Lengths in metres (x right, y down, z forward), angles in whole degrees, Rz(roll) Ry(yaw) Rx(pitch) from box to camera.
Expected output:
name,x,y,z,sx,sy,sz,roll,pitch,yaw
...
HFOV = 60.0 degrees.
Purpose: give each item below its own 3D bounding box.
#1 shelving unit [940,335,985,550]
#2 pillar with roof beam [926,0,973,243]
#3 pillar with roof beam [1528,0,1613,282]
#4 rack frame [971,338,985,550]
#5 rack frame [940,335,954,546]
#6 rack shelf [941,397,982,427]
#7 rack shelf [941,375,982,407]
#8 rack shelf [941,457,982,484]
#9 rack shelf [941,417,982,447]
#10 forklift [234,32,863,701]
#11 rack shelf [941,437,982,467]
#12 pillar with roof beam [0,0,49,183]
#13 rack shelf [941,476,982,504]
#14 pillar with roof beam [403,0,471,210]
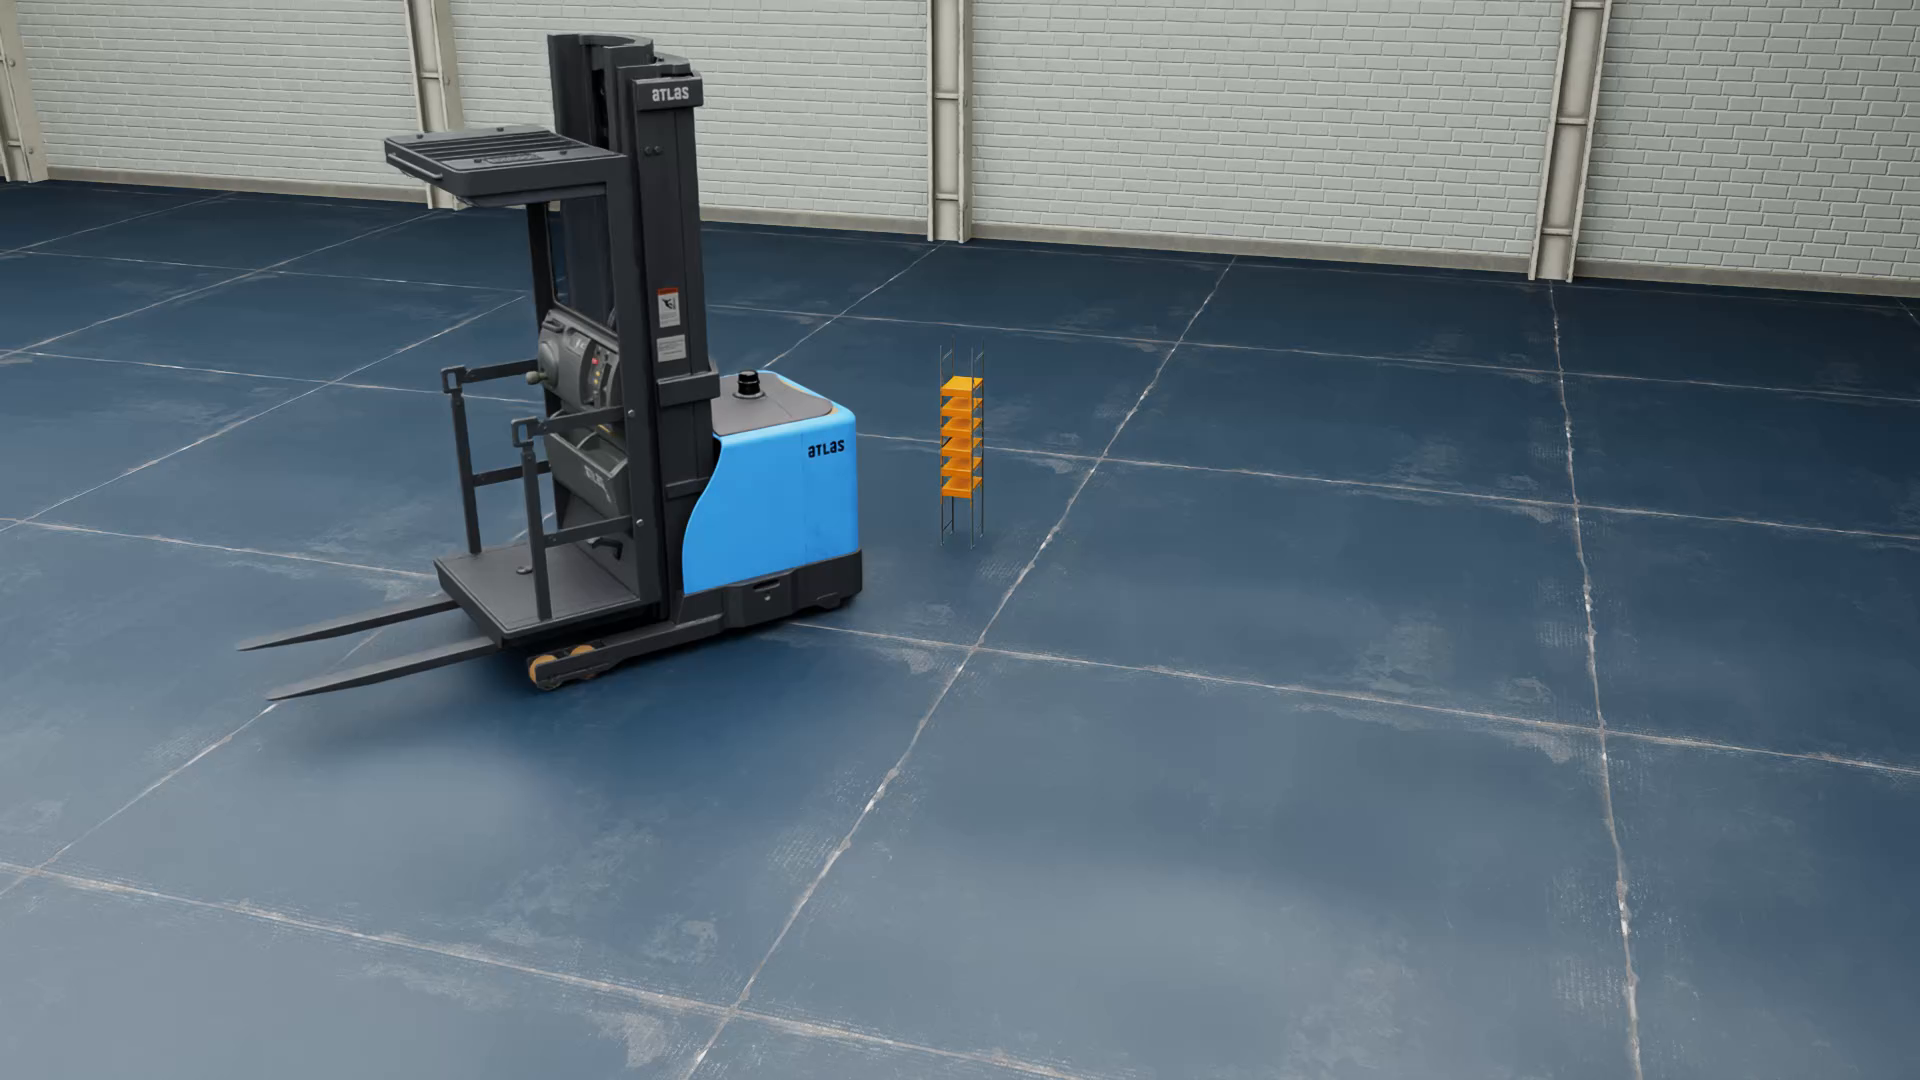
name,x,y,z,sx,sy,sz,roll,pitch,yaw
shelving unit,0.014,-0.554,9.538,0.189,1.200,0.258,7,23,16
pillar with roof beam,-1.350,-5.767,11.972,0.400,9.000,9.100,7,23,16
pillar with roof beam,4.394,-5.109,10.369,0.400,9.000,9.100,7,23,16
rack frame,0.101,-0.544,9.514,0.006,1.200,0.240,7,23,16
rack frame,-0.074,-0.564,9.563,0.006,1.200,0.240,7,23,16
rack shelf,0.014,-0.734,9.464,0.180,0.103,0.258,7,23,16
rack shelf,0.014,-0.845,9.419,0.180,0.103,0.258,7,23,16
rack shelf,0.014,-0.401,9.601,0.180,0.103,0.258,7,23,16
rack shelf,0.014,-0.623,9.510,0.180,0.103,0.258,7,23,16
forklift,-2.031,-0.861,8.007,3.031,2.935,1.130,-14,26,-31
rack shelf,0.014,-0.512,9.555,0.180,0.103,0.258,7,23,16
pillar with roof beam,-12.839,-7.083,15.179,0.400,9.000,9.100,7,23,16
rack shelf,0.014,-0.290,9.646,0.180,0.103,0.258,7,23,16
pillar with roof beam,-7.095,-6.425,13.576,0.400,9.000,9.100,7,23,16
